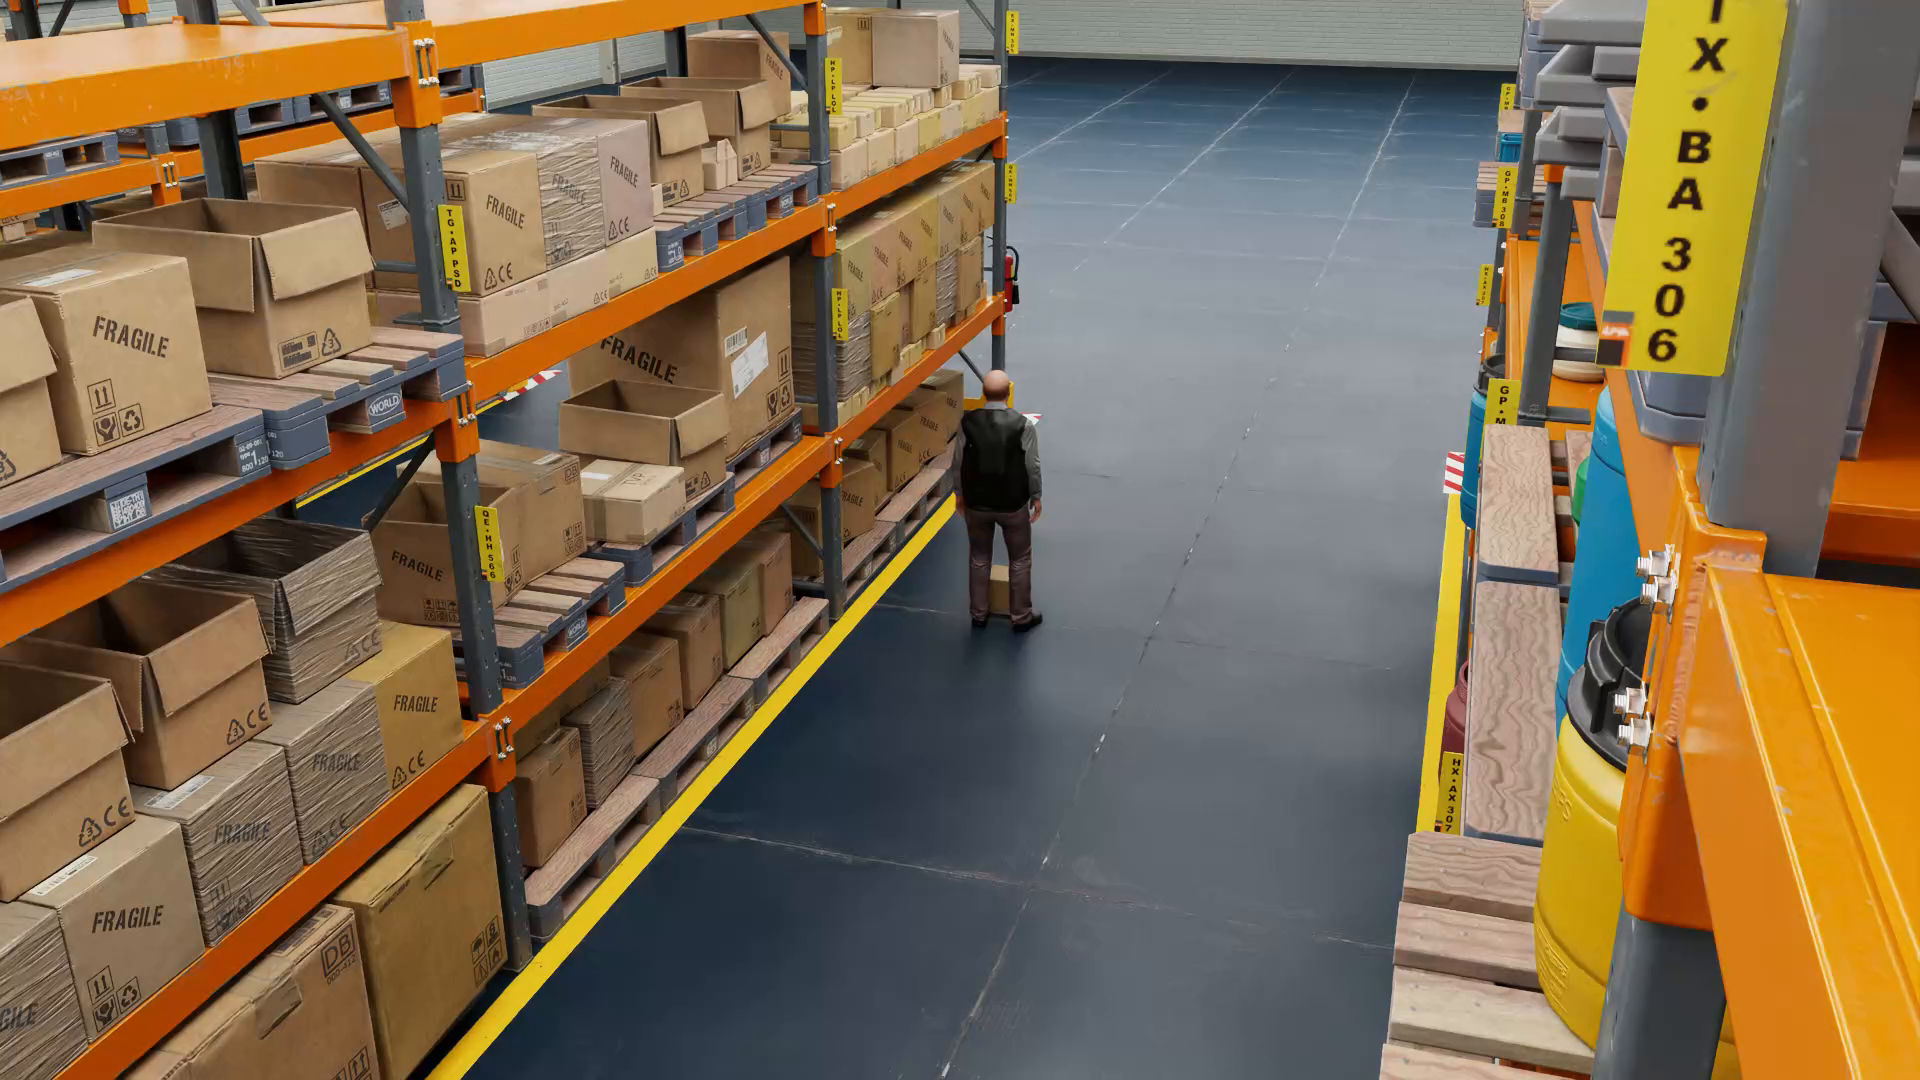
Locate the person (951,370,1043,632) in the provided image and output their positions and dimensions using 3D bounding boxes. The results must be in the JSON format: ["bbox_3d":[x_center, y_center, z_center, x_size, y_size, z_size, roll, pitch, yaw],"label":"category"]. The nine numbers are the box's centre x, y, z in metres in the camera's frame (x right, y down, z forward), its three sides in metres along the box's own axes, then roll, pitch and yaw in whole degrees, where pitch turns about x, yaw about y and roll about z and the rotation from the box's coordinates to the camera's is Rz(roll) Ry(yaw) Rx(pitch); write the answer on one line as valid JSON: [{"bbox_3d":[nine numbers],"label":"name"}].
[{"bbox_3d":[0.237,-0.240,10.722,0.591,1.720,0.425,5,22,12],"label":"person"}]
